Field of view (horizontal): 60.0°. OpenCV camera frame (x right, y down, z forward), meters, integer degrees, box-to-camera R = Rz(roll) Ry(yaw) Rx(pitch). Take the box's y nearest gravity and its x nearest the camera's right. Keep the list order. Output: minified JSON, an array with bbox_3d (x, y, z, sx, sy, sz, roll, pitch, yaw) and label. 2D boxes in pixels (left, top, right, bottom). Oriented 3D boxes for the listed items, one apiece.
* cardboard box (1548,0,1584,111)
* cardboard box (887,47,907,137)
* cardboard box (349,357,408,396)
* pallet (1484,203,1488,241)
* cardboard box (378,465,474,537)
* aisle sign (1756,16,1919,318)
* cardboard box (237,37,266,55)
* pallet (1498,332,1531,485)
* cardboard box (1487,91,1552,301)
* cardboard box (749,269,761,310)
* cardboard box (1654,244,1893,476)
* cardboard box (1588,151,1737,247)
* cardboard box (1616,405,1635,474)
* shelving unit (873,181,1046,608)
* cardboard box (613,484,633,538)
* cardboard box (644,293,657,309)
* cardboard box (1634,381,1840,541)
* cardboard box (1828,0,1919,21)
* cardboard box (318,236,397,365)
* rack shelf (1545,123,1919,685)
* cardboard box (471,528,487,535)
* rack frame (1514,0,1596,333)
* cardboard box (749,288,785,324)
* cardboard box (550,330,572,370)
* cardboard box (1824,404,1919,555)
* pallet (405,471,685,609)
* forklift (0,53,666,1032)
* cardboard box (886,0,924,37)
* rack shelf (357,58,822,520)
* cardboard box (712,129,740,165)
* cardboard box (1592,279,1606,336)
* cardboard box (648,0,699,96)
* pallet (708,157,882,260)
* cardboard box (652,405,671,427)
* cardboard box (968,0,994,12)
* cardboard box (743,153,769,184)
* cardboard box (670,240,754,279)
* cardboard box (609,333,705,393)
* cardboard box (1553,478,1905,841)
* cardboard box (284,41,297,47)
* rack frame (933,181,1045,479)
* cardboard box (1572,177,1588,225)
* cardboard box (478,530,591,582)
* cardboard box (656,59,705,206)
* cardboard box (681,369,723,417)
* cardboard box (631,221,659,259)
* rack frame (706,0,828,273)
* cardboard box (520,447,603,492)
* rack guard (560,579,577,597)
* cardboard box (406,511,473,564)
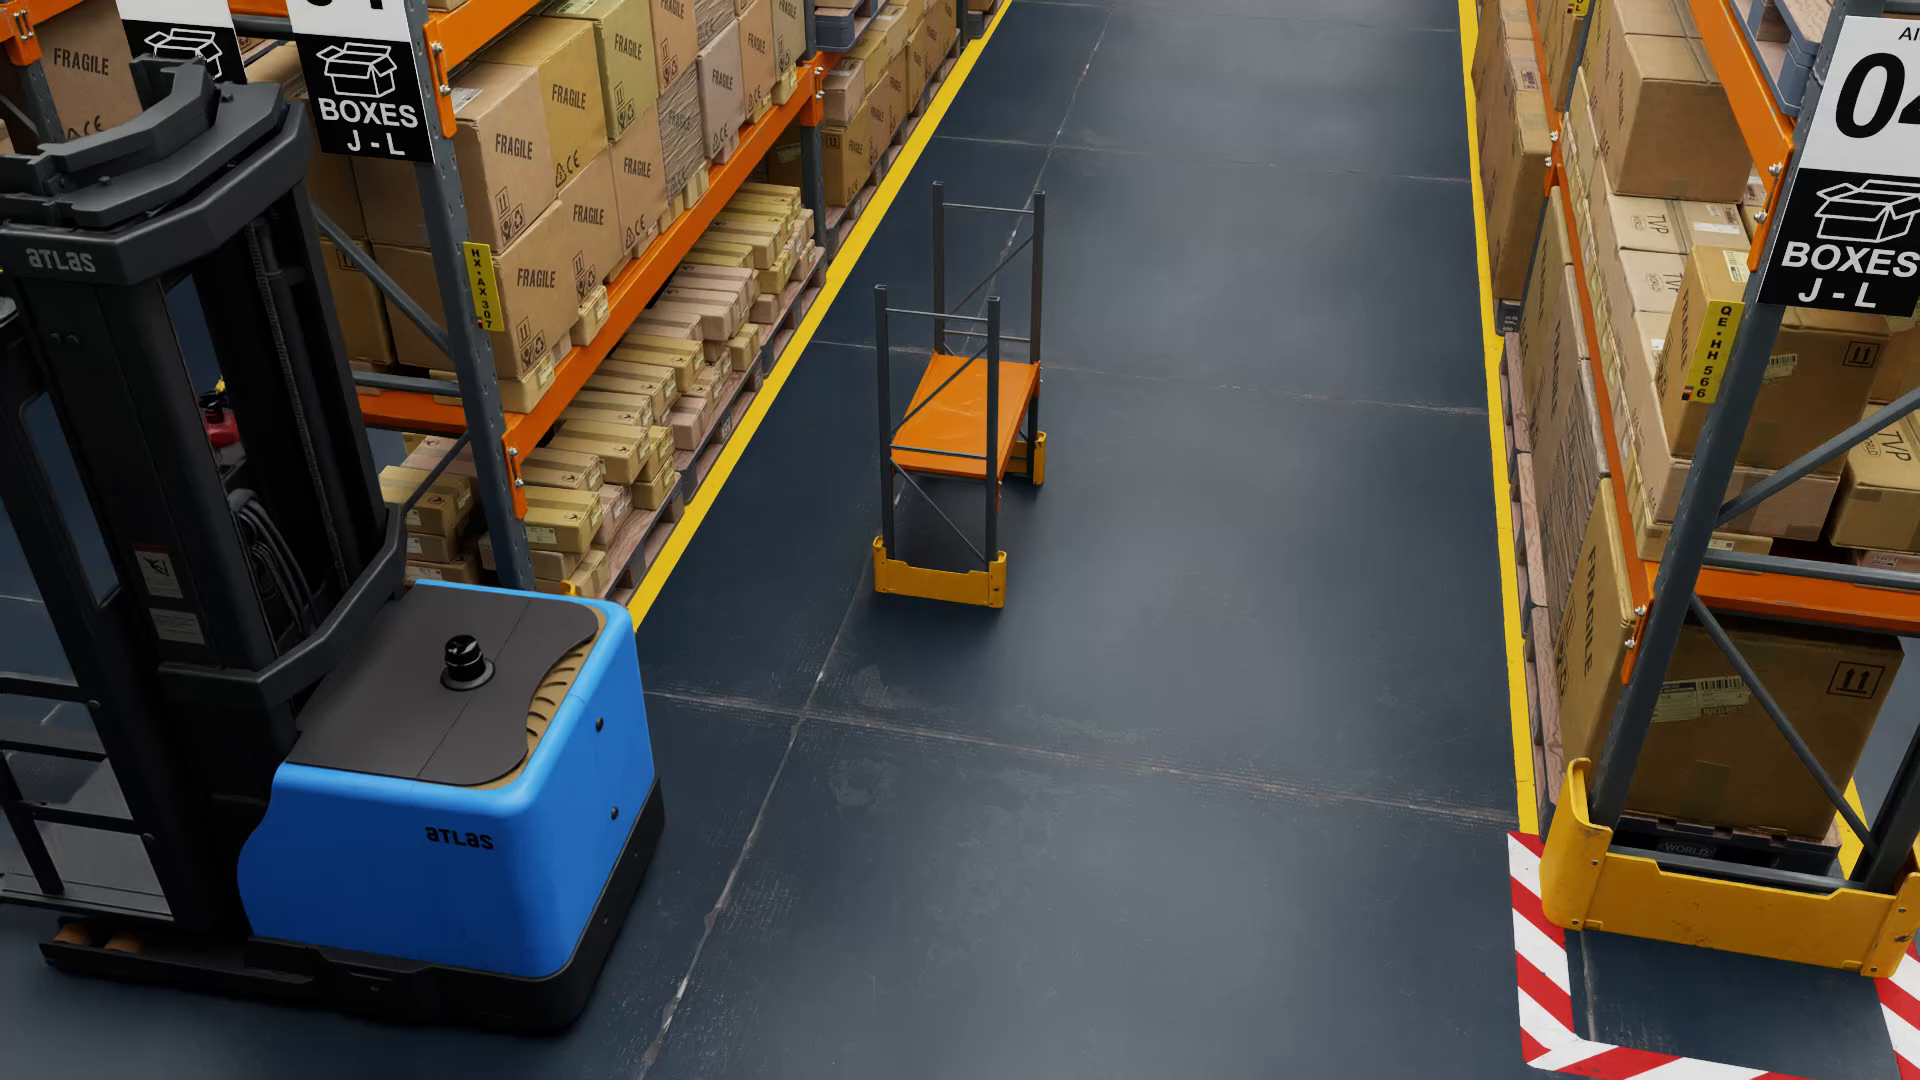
[{"bbox_3d":[3.364,-2.530,8.599,0.500,0.500,0.500,7,37,10],"label":"cardboard box"},{"bbox_3d":[-0.666,-3.021,11.134,0.500,0.500,0.500,8,37,11],"label":"cardboard box"},{"bbox_3d":[-2.354,-0.694,6.366,0.380,0.149,0.250,7,37,10],"label":"cardboard box"},{"bbox_3d":[3.881,-2.211,10.621,1.003,0.211,1.213,7,37,10],"label":"pallet"},{"bbox_3d":[-2.282,-0.165,6.987,0.380,0.149,0.250,8,37,11],"label":"cardboard box"},{"bbox_3d":[2.368,-0.943,4.280,0.394,0.787,0.004,7,37,10],"label":"aisle sign"},{"bbox_3d":[-5.719,-4.136,12.353,0.875,0.875,0.875,8,37,11],"label":"cardboard box"},{"bbox_3d":[3.292,-0.632,8.442,1.003,0.211,1.213,7,37,10],"label":"pallet"},{"bbox_3d":[3.648,-1.866,9.222,1.225,0.875,0.875,7,37,10],"label":"cardboard box"},{"bbox_3d":[-1.285,-1.338,8.859,0.380,0.149,0.250,8,37,10],"label":"cardboard box"},{"bbox_3d":[2.524,-0.569,5.215,0.500,0.500,0.500,8,37,11],"label":"cardboard box"},{"bbox_3d":[2.958,-1.428,7.039,0.500,0.250,0.500,8,37,11],"label":"cardboard box"},{"bbox_3d":[2.540,-0.331,5.865,0.380,0.149,0.250,7,37,10],"label":"cardboard box"},{"bbox_3d":[0.016,-0.651,7.370,0.587,1.500,1.083,7,37,10],"label":"shelving unit"},{"bbox_3d":[-1.700,-0.153,7.476,0.380,0.149,0.250,8,37,10],"label":"cardboard box"},{"bbox_3d":[-1.808,-1.225,8.703,0.380,0.149,0.250,9,37,12],"label":"cardboard box"},{"bbox_3d":[2.521,-0.265,5.433,0.500,0.250,0.500,7,36,9],"label":"cardboard box"},{"bbox_3d":[2.735,-1.664,4.406,0.700,0.500,0.500,5,36,7],"label":"cardboard box"},{"bbox_3d":[-2.303,-1.024,6.269,0.500,0.500,0.500,8,37,11],"label":"cardboard box"},{"bbox_3d":[3.104,-0.749,6.841,1.077,0.370,4.000,7,37,10],"label":"rack shelf"},{"bbox_3d":[-2.283,-0.077,7.372,0.380,0.149,0.250,8,37,11],"label":"cardboard box"},{"bbox_3d":[3.531,-2.187,8.212,1.000,3.000,0.127,7,37,10],"label":"rack frame"},{"bbox_3d":[-1.175,-1.317,9.082,0.380,0.149,0.250,6,36,8],"label":"cardboard box"},{"bbox_3d":[-1.744,-0.768,6.467,0.380,0.149,0.250,9,37,12],"label":"cardboard box"},{"bbox_3d":[3.043,-0.195,5.337,0.500,0.250,0.500,6,36,9],"label":"cardboard box"},{"bbox_3d":[-1.923,0.051,7.500,1.003,0.211,1.213,7,37,10],"label":"pallet"},{"bbox_3d":[-2.661,0.014,5.233,3.031,2.935,1.130,6,36,8],"label":"forklift"},{"bbox_3d":[-0.550,-3.616,11.317,0.500,0.250,0.500,8,37,11],"label":"cardboard box"},{"bbox_3d":[-1.720,-1.429,7.778,1.077,0.370,4.000,7,37,10],"label":"rack shelf"},{"bbox_3d":[-1.297,-1.961,8.113,0.380,0.149,0.250,6,36,8],"label":"cardboard box"},{"bbox_3d":[2.758,-0.914,6.669,0.380,0.149,0.250,8,37,11],"label":"cardboard box"},{"bbox_3d":[-1.452,-2.241,7.096,0.500,0.500,0.500,6,36,8],"label":"cardboard box"},{"bbox_3d":[-1.128,-2.184,10.584,1.003,0.211,1.213,7,37,10],"label":"pallet"},{"bbox_3d":[-1.581,-0.577,7.808,0.380,0.149,0.250,6,36,8],"label":"cardboard box"},{"bbox_3d":[-0.221,-4.757,13.316,1.050,0.750,0.750,7,36,9],"label":"cardboard box"},{"bbox_3d":[-1.381,-2.480,10.389,0.500,0.500,0.500,7,36,9],"label":"cardboard box"},{"bbox_3d":[-1.308,-1.453,8.763,0.380,0.149,0.250,8,37,11],"label":"cardboard box"},{"bbox_3d":[-1.442,-0.845,7.924,0.380,0.149,0.250,8,37,11],"label":"cardboard box"},{"bbox_3d":[2.735,0.420,6.068,0.875,0.875,0.875,7,37,10],"label":"cardboard box"},{"bbox_3d":[-2.184,-1.723,6.381,0.500,0.500,0.500,6,36,8],"label":"cardboard box"},{"bbox_3d":[0.127,-0.948,7.779,0.500,1.500,0.032,7,37,10],"label":"rack frame"},{"bbox_3d":[2.976,-1.505,7.484,0.380,0.149,0.250,6,36,9],"label":"cardboard box"},{"bbox_3d":[-1.785,0.022,6.981,0.380,0.149,0.250,9,37,12],"label":"cardboard box"},{"bbox_3d":[-1.472,-1.839,7.393,0.500,0.500,0.500,6,36,9],"label":"cardboard box"},{"bbox_3d":[-1.405,-0.738,8.284,0.380,0.149,0.250,7,37,10],"label":"cardboard box"},{"bbox_3d":[-1.551,-1.371,7.300,0.380,0.149,0.250,7,36,9],"label":"cardboard box"},{"bbox_3d":[-1.293,-2.867,9.149,1.000,3.000,0.127,7,37,10],"label":"rack frame"},{"bbox_3d":[-1.762,-0.261,7.119,0.380,0.149,0.250,8,37,11],"label":"cardboard box"},{"bbox_3d":[-2.131,0.395,6.779,1.175,0.500,0.348,7,37,10],"label":"rack guard"},{"bbox_3d":[-2.313,-0.048,7.078,0.380,0.149,0.250,6,36,9],"label":"cardboard box"}]
